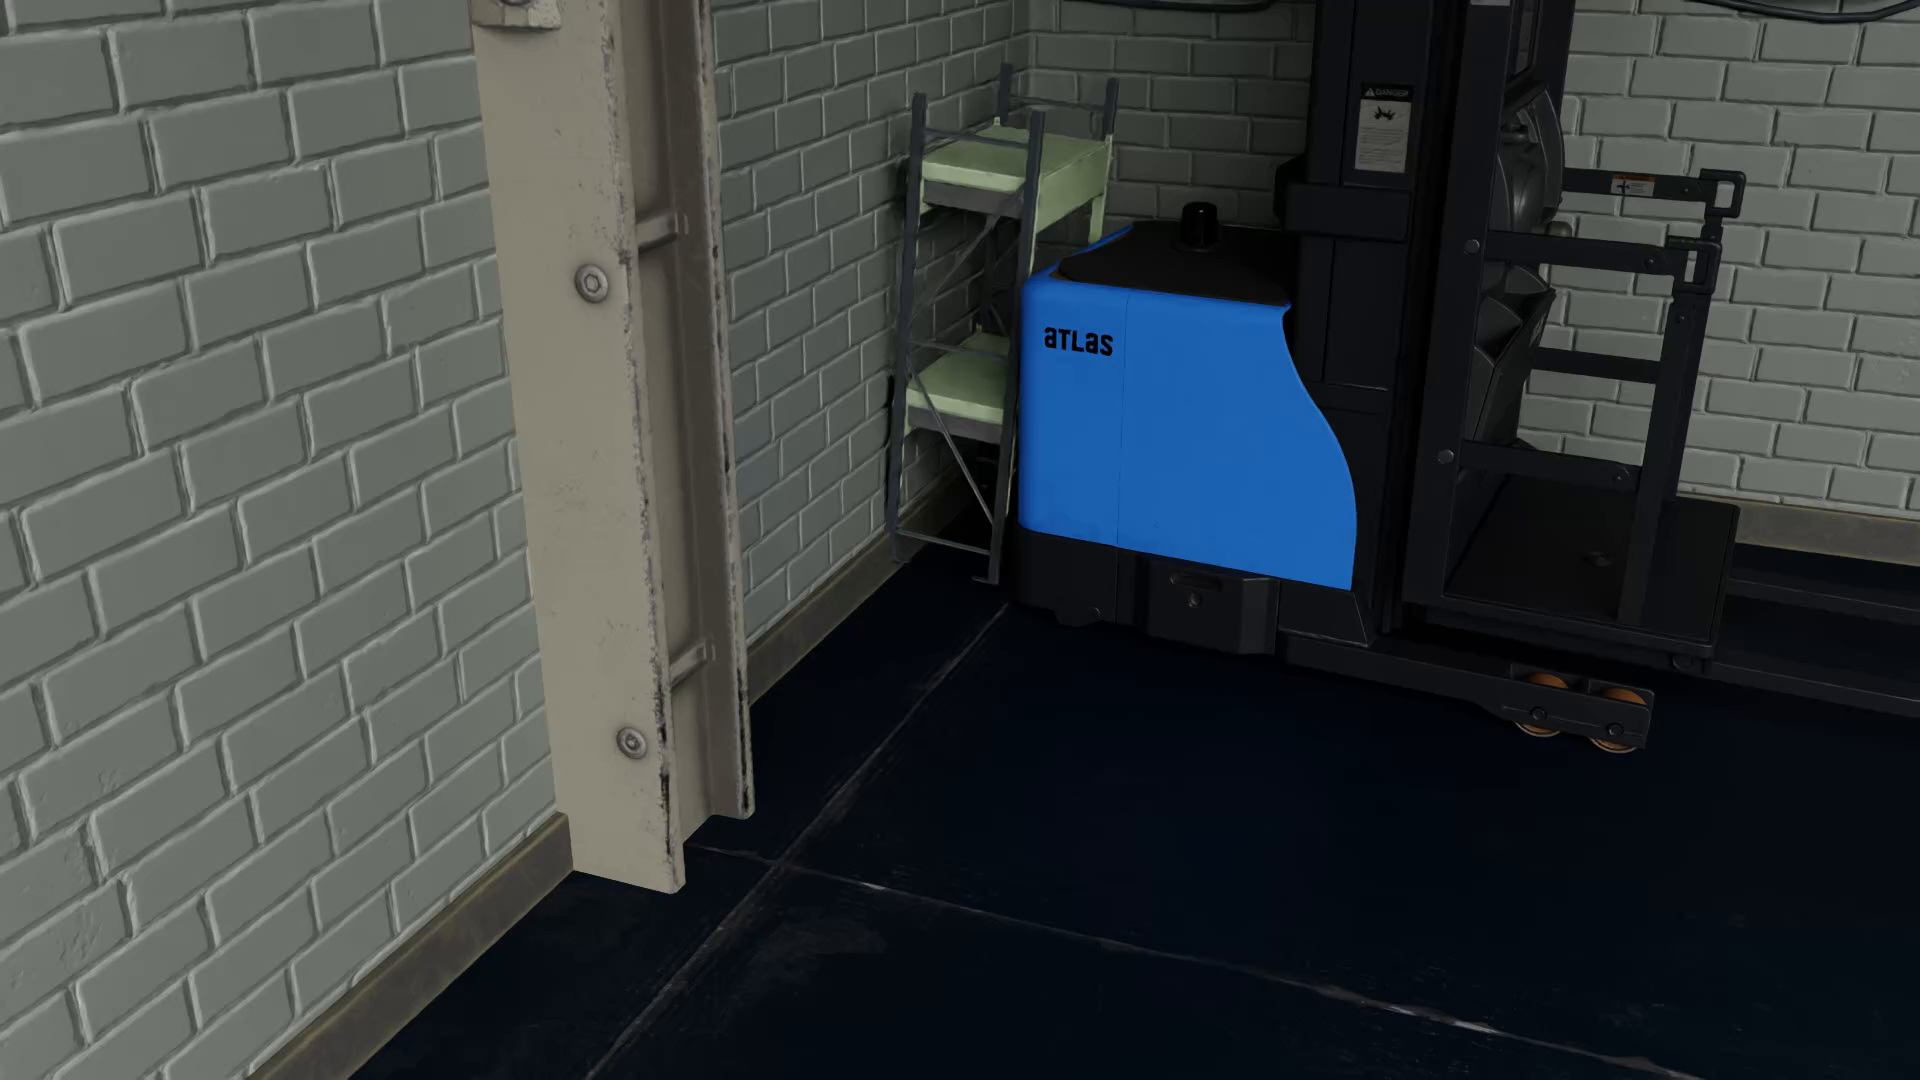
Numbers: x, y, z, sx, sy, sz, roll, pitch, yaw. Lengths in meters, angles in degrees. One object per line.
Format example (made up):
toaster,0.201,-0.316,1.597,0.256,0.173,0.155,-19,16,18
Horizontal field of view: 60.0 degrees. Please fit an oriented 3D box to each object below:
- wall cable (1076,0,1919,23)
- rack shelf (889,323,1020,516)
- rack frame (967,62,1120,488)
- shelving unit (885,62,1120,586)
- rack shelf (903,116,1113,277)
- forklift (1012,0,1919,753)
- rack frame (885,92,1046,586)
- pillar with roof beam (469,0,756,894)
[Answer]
wall cable,1.599,-2.866,4.964,3.097,2.526,0.112,9,24,20
rack shelf,0.106,-0.417,5.538,0.431,0.370,0.720,13,26,18
rack frame,0.266,-0.845,5.714,0.400,1.500,0.023,13,26,18
shelving unit,0.131,-0.712,5.401,0.431,1.500,0.755,13,26,18
rack shelf,0.161,-1.065,5.237,0.431,0.370,0.720,13,26,18
forklift,1.714,-1.022,4.395,3.031,2.935,1.130,11,25,24
rack frame,-0.004,-0.579,5.088,0.400,1.500,0.023,13,26,18
pillar with roof beam,3.274,-2.817,0.819,9.100,9.000,0.400,9,24,20
